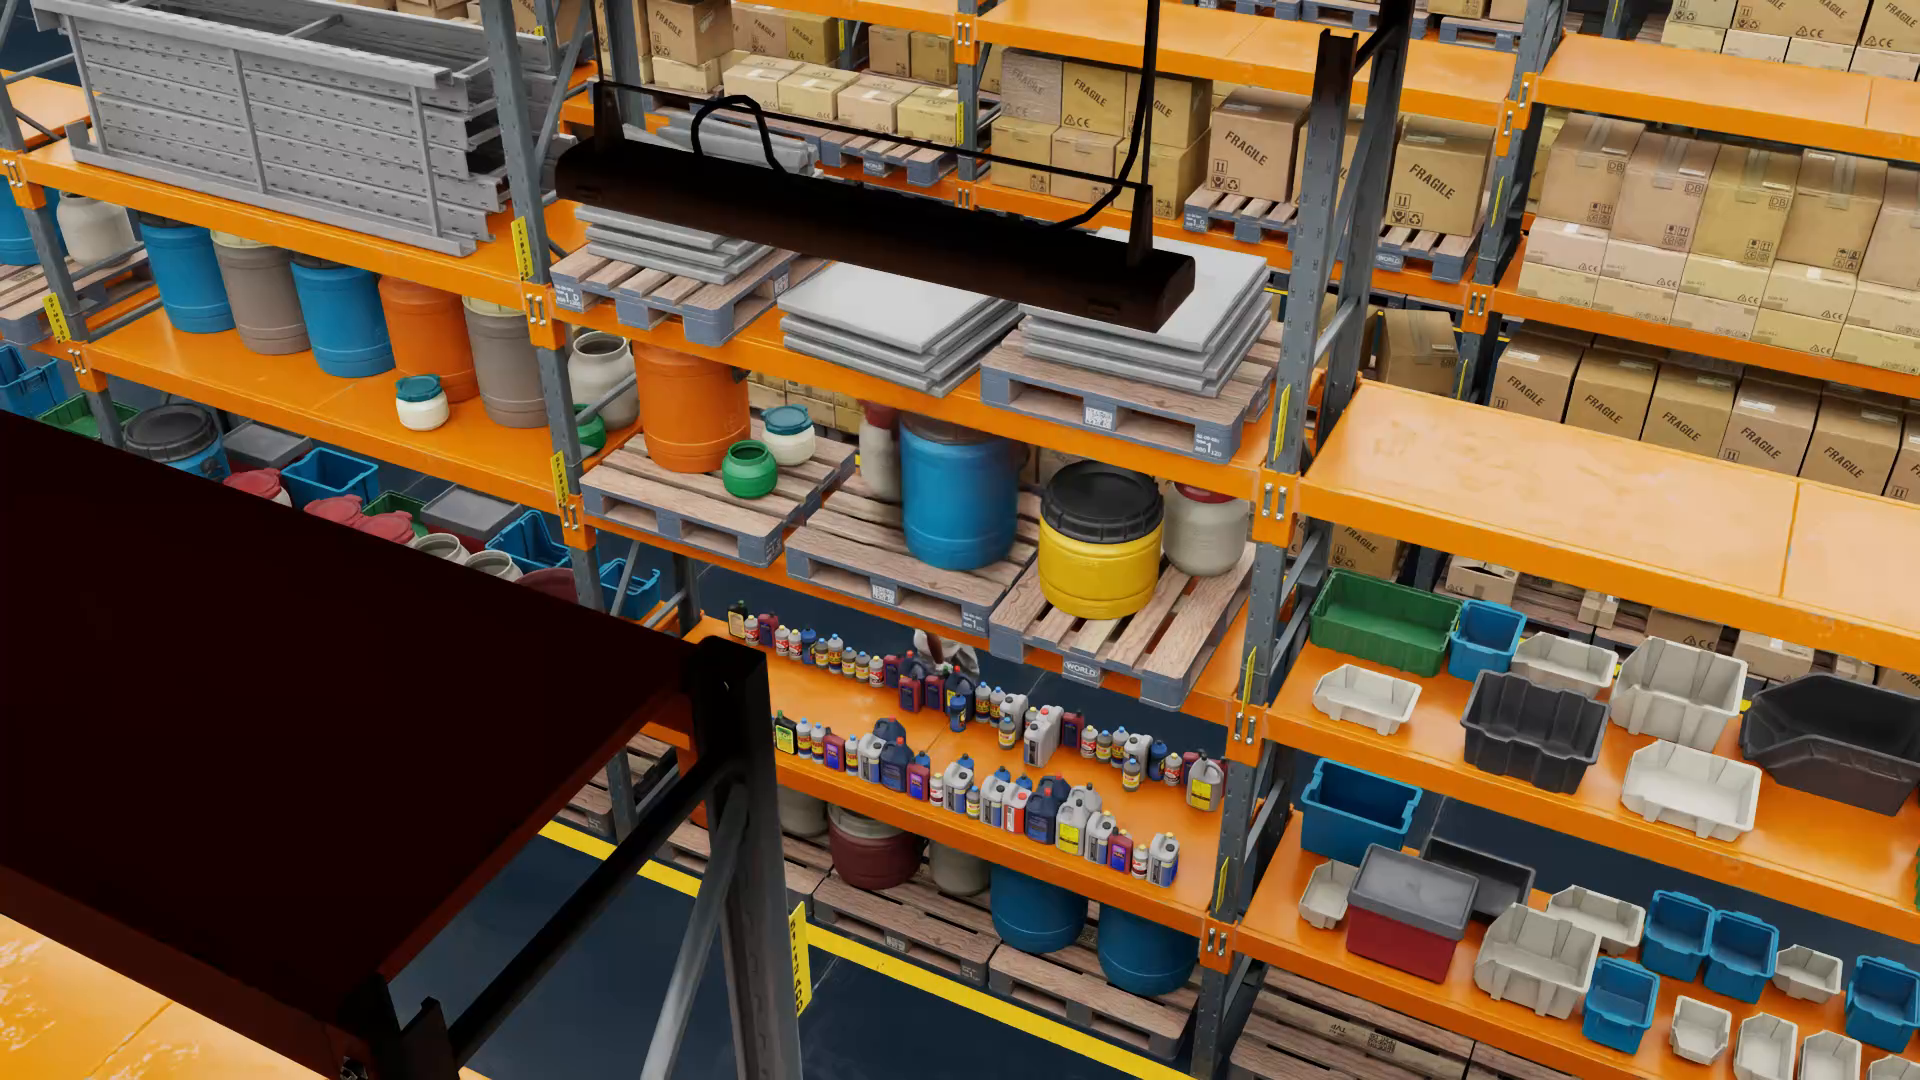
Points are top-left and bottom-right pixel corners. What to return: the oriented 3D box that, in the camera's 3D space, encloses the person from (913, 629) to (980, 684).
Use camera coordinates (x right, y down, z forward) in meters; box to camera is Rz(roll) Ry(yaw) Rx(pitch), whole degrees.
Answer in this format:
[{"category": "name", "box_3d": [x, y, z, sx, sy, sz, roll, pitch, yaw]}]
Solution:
[{"category": "person", "box_3d": [-0.136, 0.704, 11.351, 0.556, 1.819, 0.597, 11, 36, 15]}]
